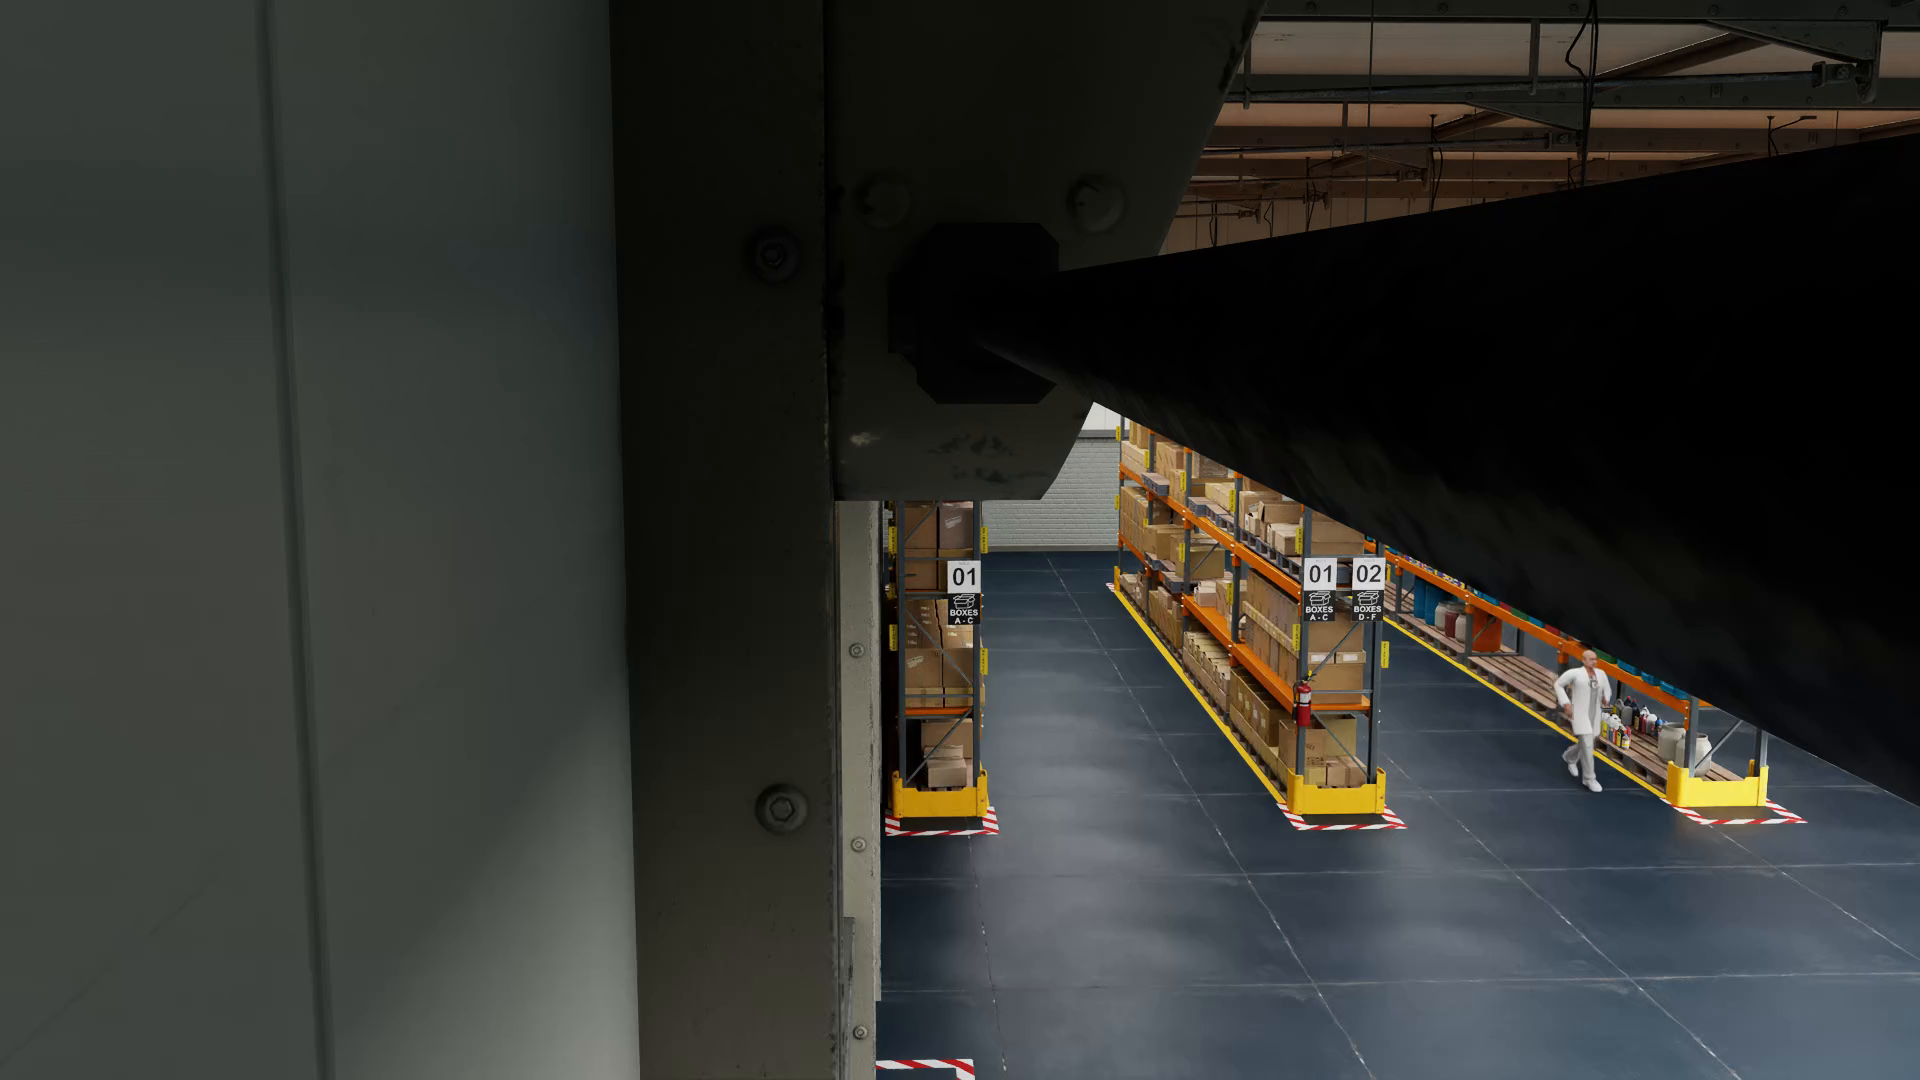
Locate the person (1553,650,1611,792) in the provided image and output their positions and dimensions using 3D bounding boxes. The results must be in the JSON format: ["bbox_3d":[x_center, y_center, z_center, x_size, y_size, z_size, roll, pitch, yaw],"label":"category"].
[{"bbox_3d":[8.183,2.310,21.781,0.720,1.777,0.975,-2,9,-15],"label":"person"}]
